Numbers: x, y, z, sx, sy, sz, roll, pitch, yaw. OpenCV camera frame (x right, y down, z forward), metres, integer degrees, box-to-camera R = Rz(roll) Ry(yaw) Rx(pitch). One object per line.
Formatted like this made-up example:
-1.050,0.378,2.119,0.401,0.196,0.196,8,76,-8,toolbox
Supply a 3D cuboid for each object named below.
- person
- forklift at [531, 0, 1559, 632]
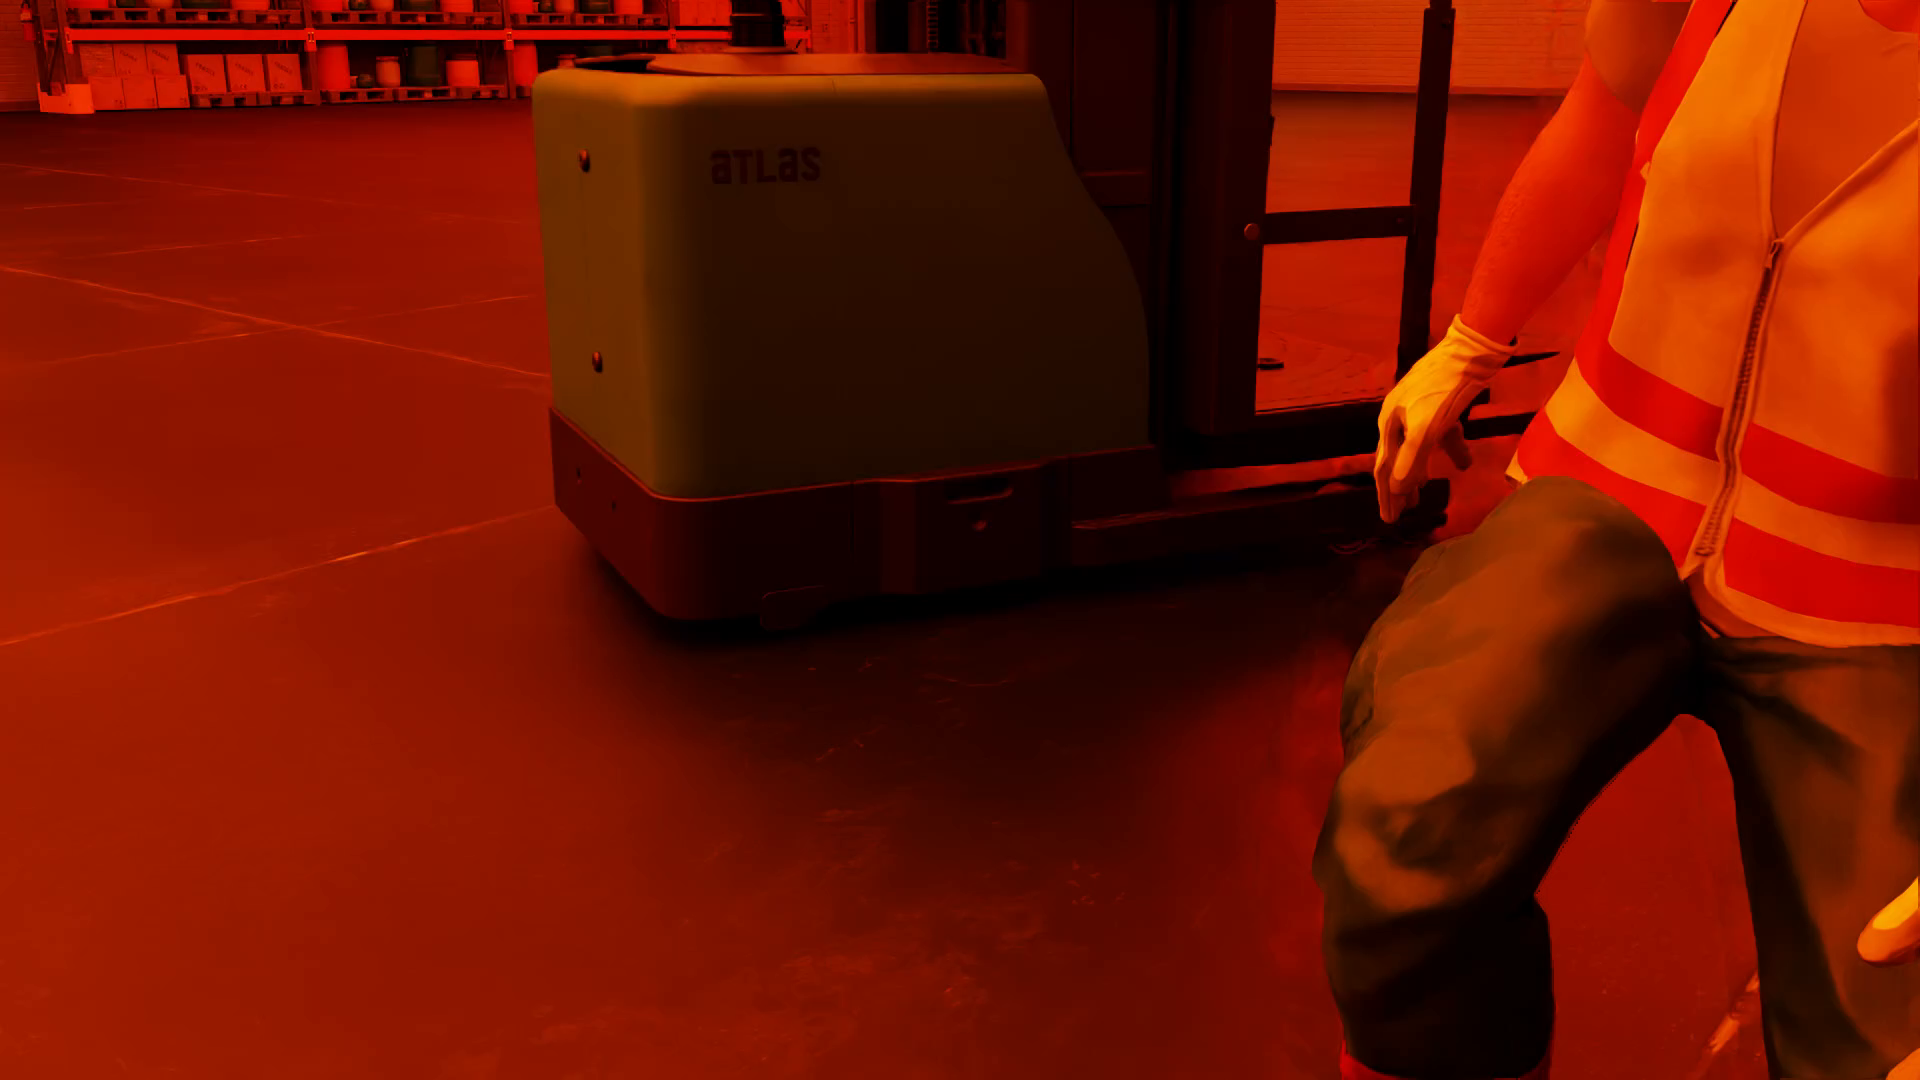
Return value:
0.540,0.042,1.200,0.789,1.551,0.739,13,21,37,person
0.583,-1.497,3.828,3.031,2.935,1.130,-8,19,-25,forklift
